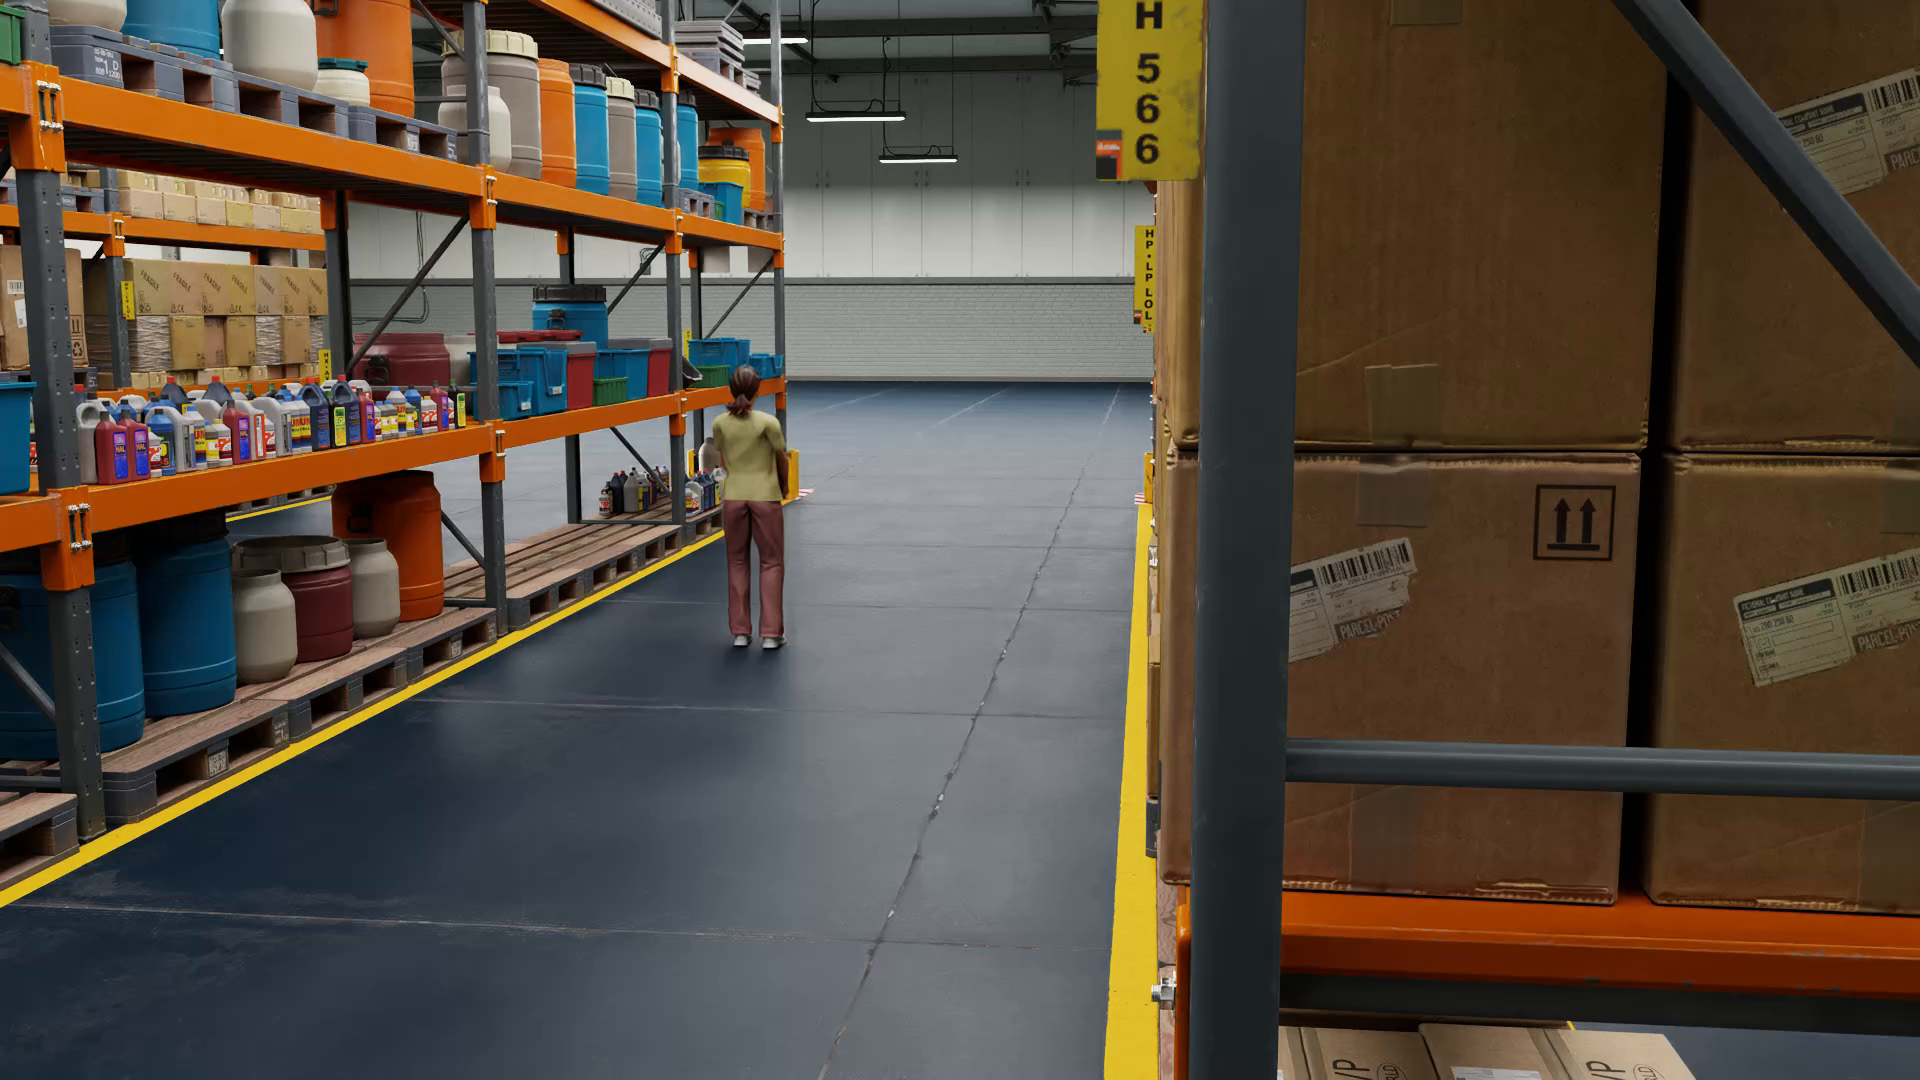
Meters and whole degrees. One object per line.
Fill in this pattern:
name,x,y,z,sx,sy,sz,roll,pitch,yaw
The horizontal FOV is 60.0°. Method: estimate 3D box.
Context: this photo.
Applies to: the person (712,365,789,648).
person,-1.218,-0.201,9.846,0.425,1.663,0.560,1,8,7
